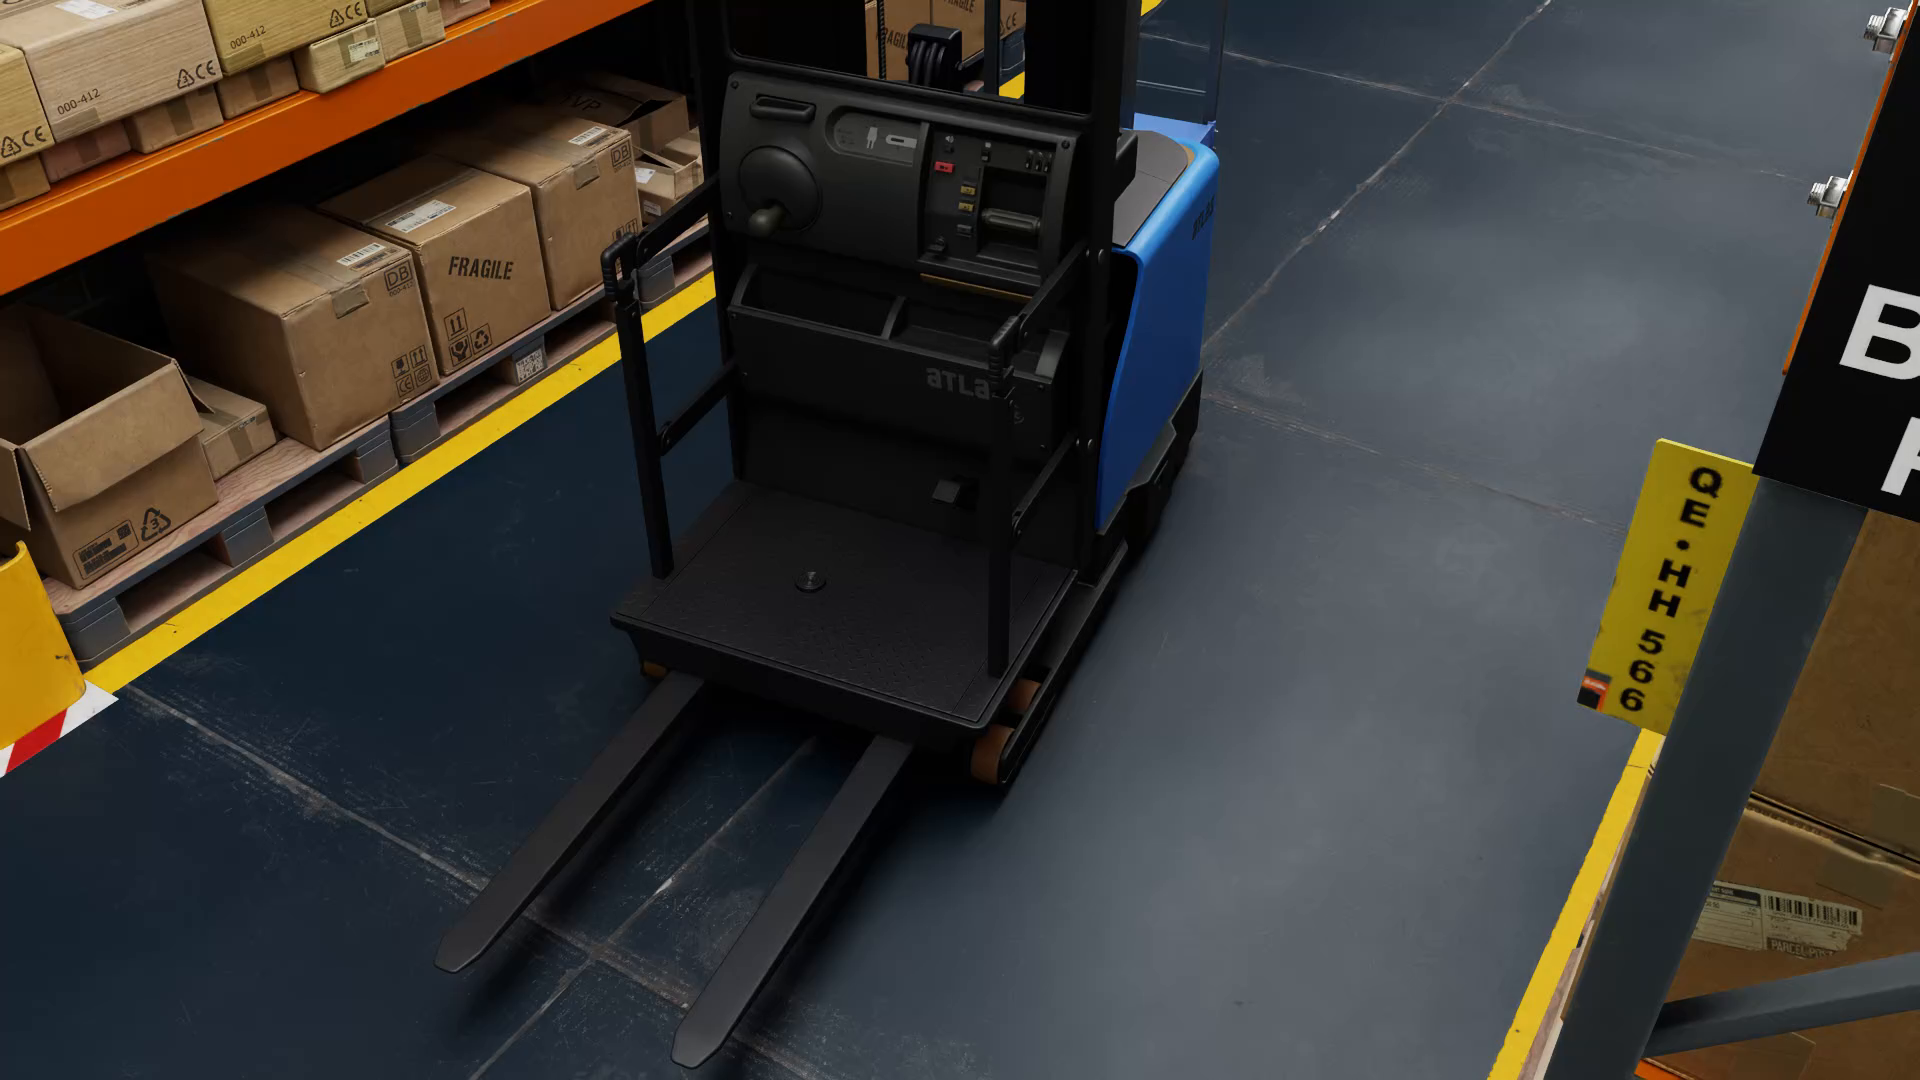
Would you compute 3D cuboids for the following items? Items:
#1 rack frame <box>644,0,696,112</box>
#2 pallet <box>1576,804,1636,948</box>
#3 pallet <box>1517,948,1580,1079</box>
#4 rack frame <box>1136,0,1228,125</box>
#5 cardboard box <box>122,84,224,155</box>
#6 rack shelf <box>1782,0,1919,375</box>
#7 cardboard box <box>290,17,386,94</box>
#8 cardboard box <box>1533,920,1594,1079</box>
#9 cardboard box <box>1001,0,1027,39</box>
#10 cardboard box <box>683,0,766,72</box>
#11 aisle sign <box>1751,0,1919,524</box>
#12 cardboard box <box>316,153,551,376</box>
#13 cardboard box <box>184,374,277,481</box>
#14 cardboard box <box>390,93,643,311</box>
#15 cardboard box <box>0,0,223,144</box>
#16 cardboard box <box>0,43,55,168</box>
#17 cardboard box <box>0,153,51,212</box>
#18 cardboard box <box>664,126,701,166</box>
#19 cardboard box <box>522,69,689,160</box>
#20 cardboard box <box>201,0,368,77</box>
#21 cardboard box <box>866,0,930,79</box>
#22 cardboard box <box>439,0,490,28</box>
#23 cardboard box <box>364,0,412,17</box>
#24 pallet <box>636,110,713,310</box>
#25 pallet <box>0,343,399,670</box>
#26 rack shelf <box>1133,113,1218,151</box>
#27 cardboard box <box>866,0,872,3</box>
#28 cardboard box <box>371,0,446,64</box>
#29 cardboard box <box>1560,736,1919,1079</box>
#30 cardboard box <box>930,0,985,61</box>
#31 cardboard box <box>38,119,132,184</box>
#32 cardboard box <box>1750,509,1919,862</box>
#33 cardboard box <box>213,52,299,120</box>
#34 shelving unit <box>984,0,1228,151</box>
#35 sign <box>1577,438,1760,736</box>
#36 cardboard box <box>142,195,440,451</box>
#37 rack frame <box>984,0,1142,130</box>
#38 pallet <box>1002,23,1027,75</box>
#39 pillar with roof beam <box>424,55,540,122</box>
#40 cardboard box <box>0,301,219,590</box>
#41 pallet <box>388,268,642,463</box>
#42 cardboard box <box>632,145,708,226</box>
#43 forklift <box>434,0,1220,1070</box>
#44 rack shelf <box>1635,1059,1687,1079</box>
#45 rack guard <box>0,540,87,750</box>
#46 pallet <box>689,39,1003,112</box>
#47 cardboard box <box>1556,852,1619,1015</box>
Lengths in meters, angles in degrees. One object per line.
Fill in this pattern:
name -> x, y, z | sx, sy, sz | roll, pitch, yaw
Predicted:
rack frame -> -0.926, -2.893, 6.547 | 1.000, 3.000, 0.127 | 21, 42, 25
pallet -> 2.141, 0.830, 4.000 | 1.003, 0.211, 1.213 | 21, 42, 25
pallet -> 1.486, 1.457, 3.187 | 1.003, 0.211, 1.213 | 21, 42, 25
rack frame -> 0.722, -1.697, 6.223 | 0.500, 1.500, 0.032 | 15, 40, 19
cardboard box -> -2.266, -1.215, 4.575 | 0.380, 0.149, 0.250 | 23, 43, 26
rack shelf -> 2.196, -1.144, 2.409 | 1.077, 0.370, 4.000 | 21, 42, 25
cardboard box -> -1.929, -1.459, 4.892 | 0.380, 0.149, 0.250 | 20, 42, 24
cardboard box -> 1.393, 1.266, 2.906 | 0.875, 0.438, 0.875 | 20, 42, 24
cardboard box -> 0.071, -2.779, 8.102 | 0.500, 0.500, 0.500 | 20, 42, 24
cardboard box -> -0.913, -2.420, 7.635 | 0.500, 0.500, 0.500 | 21, 42, 25
aisle sign -> 0.824, -0.304, 1.058 | 0.394, 0.787, 0.004 | 21, 42, 25
cardboard box -> -1.803, -0.960, 5.742 | 0.500, 0.500, 0.500 | 22, 43, 26
cardboard box -> -2.401, -0.359, 5.250 | 0.380, 0.149, 0.250 | 19, 42, 23
cardboard box -> -1.614, -1.255, 6.125 | 0.700, 0.500, 0.500 | 20, 42, 23
cardboard box -> -2.329, -1.296, 4.353 | 0.500, 0.250, 0.500 | 22, 43, 26
cardboard box -> -2.599, -1.036, 4.016 | 0.500, 0.250, 0.500 | 21, 42, 25
cardboard box -> -2.564, -0.958, 4.241 | 0.380, 0.149, 0.250 | 22, 43, 26
cardboard box -> -0.977, -1.547, 6.792 | 0.380, 0.149, 0.250 | 20, 42, 24
cardboard box -> -1.480, -1.732, 6.898 | 0.500, 0.311, 0.500 | 23, 43, 27
cardboard box -> -2.060, -1.558, 4.693 | 0.500, 0.250, 0.500 | 20, 42, 24
cardboard box -> -0.477, -2.246, 7.410 | 0.500, 0.500, 0.500 | 23, 43, 27
cardboard box -> -1.725, -1.757, 5.279 | 0.380, 0.149, 0.250 | 21, 42, 25
cardboard box -> -1.804, -1.829, 5.044 | 0.500, 0.250, 0.500 | 20, 42, 24
pallet -> -1.295, -1.435, 6.939 | 1.003, 0.211, 1.213 | 21, 42, 25
pallet -> -2.602, -0.177, 5.307 | 1.003, 0.211, 1.213 | 21, 42, 25
rack shelf -> 0.517, -1.271, 5.965 | 0.538, 0.185, 1.000 | 15, 40, 19
cardboard box -> -0.509, -2.425, 7.110 | 0.380, 0.149, 0.250 | 23, 43, 27
cardboard box -> -1.805, -1.602, 5.077 | 0.380, 0.149, 0.250 | 22, 43, 26
cardboard box -> 1.159, 0.415, 2.172 | 0.500, 0.500, 0.500 | 21, 42, 25
cardboard box -> -0.200, -2.523, 7.770 | 0.500, 0.500, 0.500 | 21, 42, 25
cardboard box -> -2.453, -1.105, 4.432 | 0.380, 0.149, 0.250 | 21, 42, 25
cardboard box -> 1.181, 0.028, 1.856 | 0.500, 0.500, 0.500 | 23, 43, 27
cardboard box -> -2.128, -1.354, 4.755 | 0.380, 0.149, 0.250 | 22, 43, 26
shelving unit -> 0.517, -1.413, 5.855 | 0.538, 1.500, 1.048 | 15, 40, 19
sign -> 0.673, 0.053, 1.582 | 0.100, 0.325, 0.005 | 21, 42, 25
cardboard box -> -2.171, -0.720, 5.431 | 0.700, 0.500, 0.500 | 23, 43, 27
rack frame -> 0.313, -1.129, 5.486 | 0.500, 1.500, 0.032 | 15, 40, 19
pallet -> 0.131, -2.852, 8.777 | 1.003, 0.211, 1.213 | 21, 42, 25
pillar with roof beam -> 1.575, -3.797, 2.805 | 9.100, 9.000, 0.400 | 21, 42, 25
cardboard box -> -2.661, -0.293, 4.874 | 0.797, 0.503, 0.637 | 19, 42, 23
pallet -> -1.948, -0.804, 6.120 | 1.003, 0.211, 1.213 | 21, 42, 25
cardboard box -> -1.168, -1.410, 6.517 | 0.396, 0.266, 0.258 | 23, 43, 27
forklift -> -0.251, -0.812, 3.902 | 1.130, 2.935, 3.031 | 15, 40, 19
rack shelf -> 2.196, 0.044, 3.325 | 1.077, 0.370, 4.000 | 21, 42, 25
rack guard -> -3.028, 0.119, 4.686 | 1.175, 0.500, 0.348 | 21, 42, 25
pallet -> -0.522, -2.221, 7.958 | 1.003, 0.211, 1.213 | 21, 42, 25
cardboard box -> 1.876, 0.791, 3.521 | 0.875, 0.438, 0.875 | 22, 43, 26
